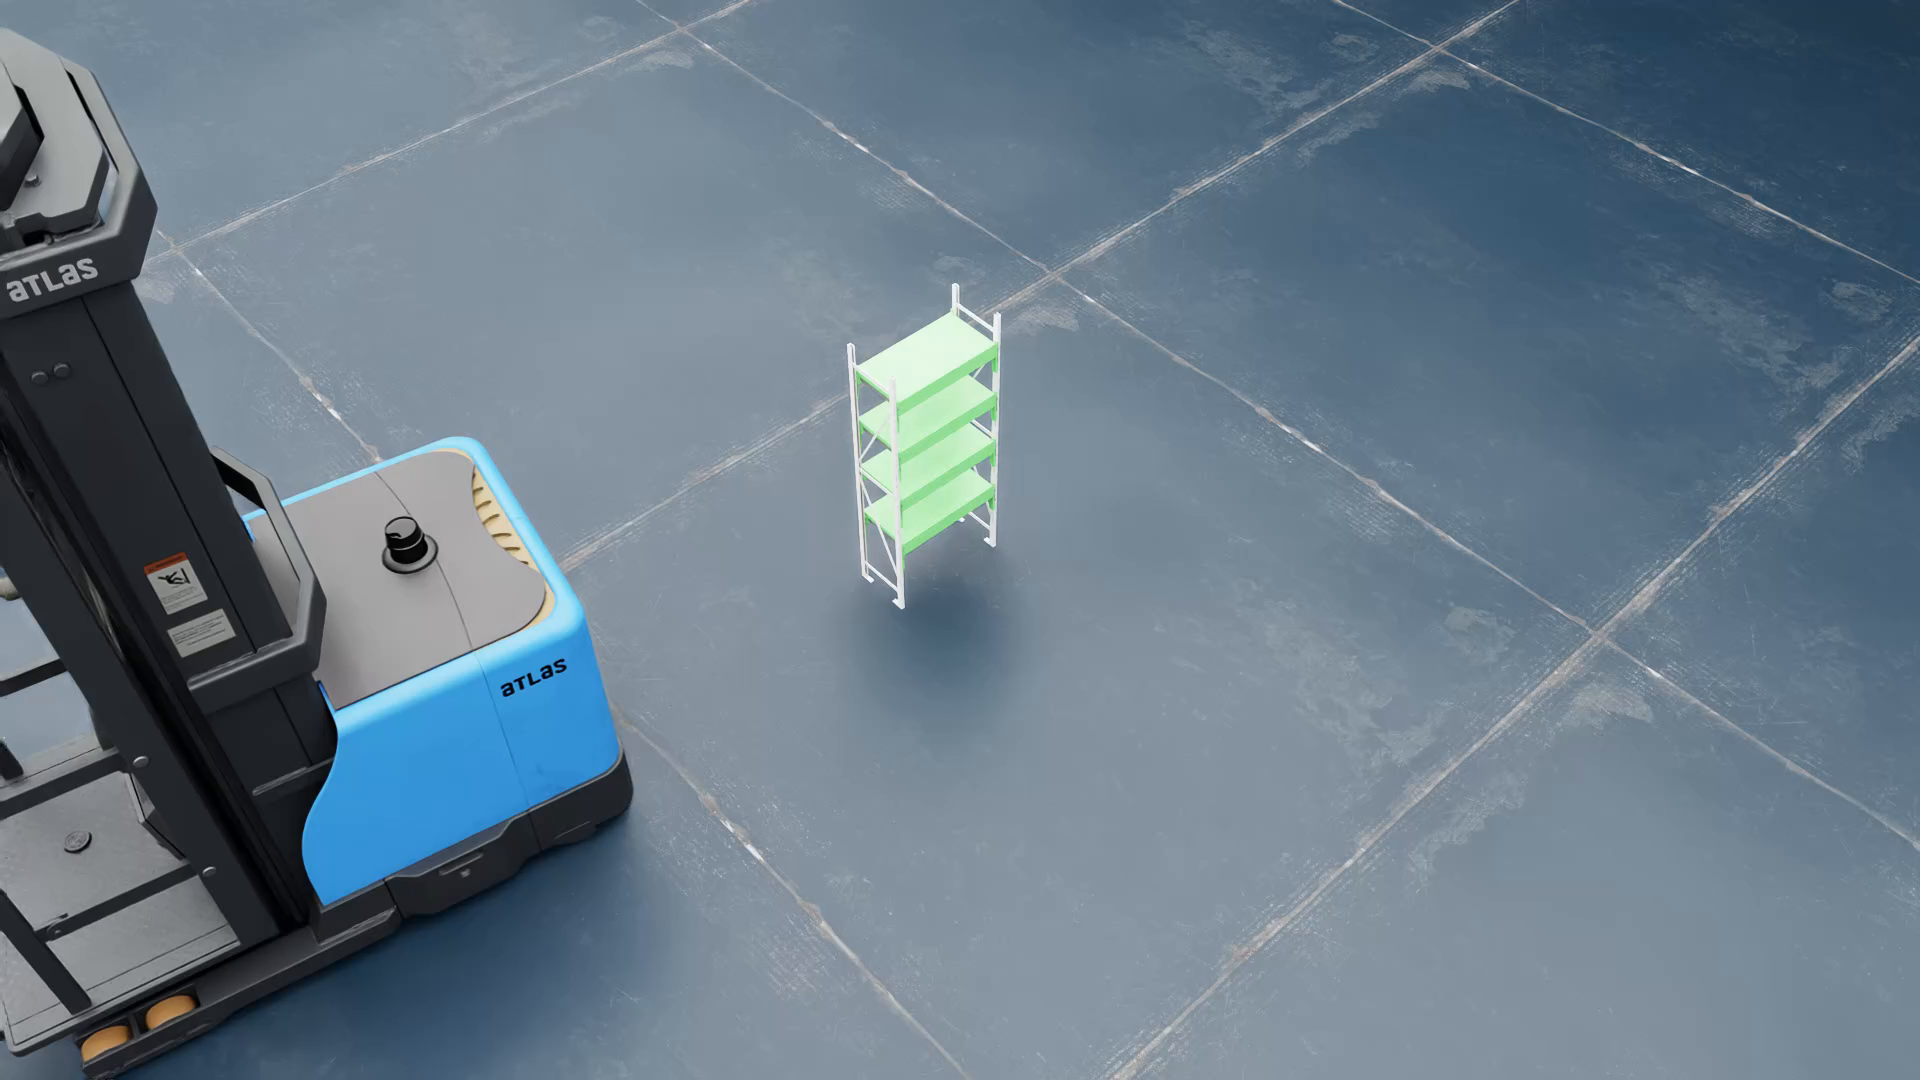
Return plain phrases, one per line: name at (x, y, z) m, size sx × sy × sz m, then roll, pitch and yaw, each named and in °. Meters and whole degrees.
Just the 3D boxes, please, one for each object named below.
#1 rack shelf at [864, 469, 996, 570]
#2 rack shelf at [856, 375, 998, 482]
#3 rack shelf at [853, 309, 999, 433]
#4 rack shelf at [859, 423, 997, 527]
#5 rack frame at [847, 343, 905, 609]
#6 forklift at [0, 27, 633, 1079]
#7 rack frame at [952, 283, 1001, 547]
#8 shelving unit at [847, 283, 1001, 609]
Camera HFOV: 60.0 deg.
rack shelf at (-0.122, -0.119, 6.457) m, size 0.480 × 0.148 × 0.258 m, roll -34°, pitch 56°, yaw -27°
rack shelf at (-0.122, -0.444, 6.104) m, size 0.480 × 0.148 × 0.258 m, roll -34°, pitch 56°, yaw -27°
rack shelf at (-0.122, -0.607, 5.928) m, size 0.480 × 0.148 × 0.258 m, roll -34°, pitch 56°, yaw -27°
rack shelf at (-0.122, -0.282, 6.280) m, size 0.480 × 0.148 × 0.258 m, roll -34°, pitch 56°, yaw -27°
rack frame at (-0.303, -0.204, 6.122) m, size 0.015 × 1.200 × 0.240 m, roll -34°, pitch 56°, yaw -27°
forklift at (-2.667, 0.234, 4.540) m, size 3.031 × 2.935 × 1.130 m, roll -25°, pitch 52°, yaw -21°
rack frame at (0.058, -0.446, 6.345) m, size 0.015 × 1.200 × 0.240 m, roll -34°, pitch 56°, yaw -27°
shelving unit at (-0.122, -0.325, 6.234) m, size 0.503 × 1.200 × 0.258 m, roll -34°, pitch 56°, yaw -27°
